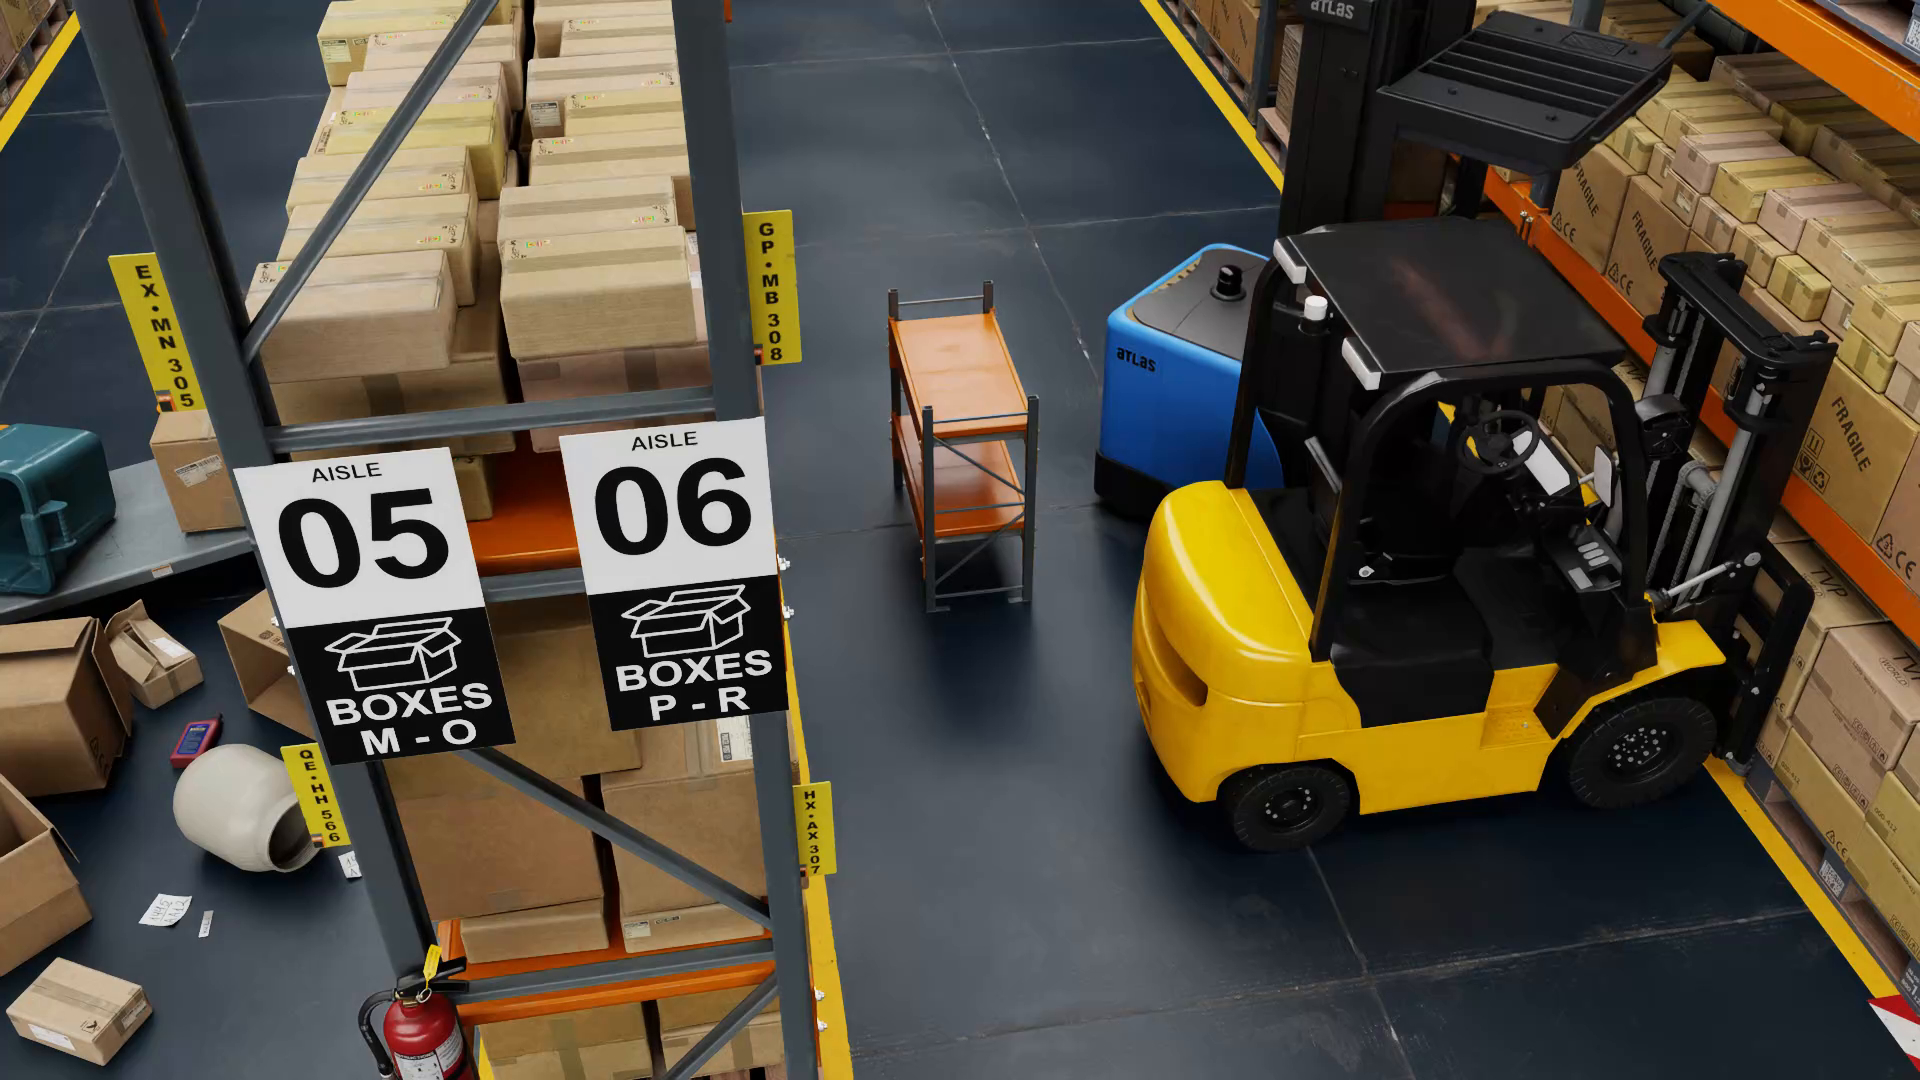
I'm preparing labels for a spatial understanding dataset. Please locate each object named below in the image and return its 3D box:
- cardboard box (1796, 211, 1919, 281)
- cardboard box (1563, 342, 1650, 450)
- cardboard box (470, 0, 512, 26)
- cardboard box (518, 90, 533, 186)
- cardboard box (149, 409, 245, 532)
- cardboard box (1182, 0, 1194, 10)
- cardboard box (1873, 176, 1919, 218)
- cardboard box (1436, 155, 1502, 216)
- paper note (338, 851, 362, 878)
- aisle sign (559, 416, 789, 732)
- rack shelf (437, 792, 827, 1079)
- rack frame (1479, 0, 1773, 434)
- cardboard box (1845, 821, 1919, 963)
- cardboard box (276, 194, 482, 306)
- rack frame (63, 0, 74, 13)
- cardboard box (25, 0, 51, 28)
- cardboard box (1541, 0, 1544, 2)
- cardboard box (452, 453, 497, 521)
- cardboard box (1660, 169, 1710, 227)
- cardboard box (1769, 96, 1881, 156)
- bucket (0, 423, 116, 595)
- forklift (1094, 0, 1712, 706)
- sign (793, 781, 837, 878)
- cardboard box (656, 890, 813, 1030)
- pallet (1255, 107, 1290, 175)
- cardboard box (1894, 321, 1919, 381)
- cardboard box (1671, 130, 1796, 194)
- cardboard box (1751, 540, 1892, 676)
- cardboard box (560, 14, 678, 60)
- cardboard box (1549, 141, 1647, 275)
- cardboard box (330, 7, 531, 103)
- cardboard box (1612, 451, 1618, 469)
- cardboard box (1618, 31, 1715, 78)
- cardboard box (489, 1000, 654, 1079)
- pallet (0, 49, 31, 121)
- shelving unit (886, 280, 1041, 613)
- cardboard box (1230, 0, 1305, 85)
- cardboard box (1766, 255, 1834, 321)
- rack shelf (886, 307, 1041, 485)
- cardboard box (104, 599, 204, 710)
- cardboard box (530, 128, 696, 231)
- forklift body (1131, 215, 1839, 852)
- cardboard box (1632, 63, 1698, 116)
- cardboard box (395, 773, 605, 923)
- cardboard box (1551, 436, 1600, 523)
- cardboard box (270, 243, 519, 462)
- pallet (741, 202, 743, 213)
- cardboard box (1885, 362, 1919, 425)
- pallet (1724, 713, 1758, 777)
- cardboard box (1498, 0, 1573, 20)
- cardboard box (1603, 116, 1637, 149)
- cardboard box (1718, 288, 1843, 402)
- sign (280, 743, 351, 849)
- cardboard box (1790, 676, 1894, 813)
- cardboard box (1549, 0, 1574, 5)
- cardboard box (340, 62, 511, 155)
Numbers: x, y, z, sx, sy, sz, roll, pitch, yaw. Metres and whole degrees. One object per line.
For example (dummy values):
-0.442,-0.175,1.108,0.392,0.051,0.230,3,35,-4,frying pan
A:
3.420,-1.109,6.279,0.380,0.149,0.250,-6,38,-8,cardboard box
3.147,-0.677,7.661,0.500,0.250,0.500,-6,38,-8,cardboard box
-1.507,-1.547,4.806,0.380,0.149,0.250,-6,38,-7,cardboard box
-0.913,-1.076,4.525,0.500,0.250,0.500,-5,38,-7,cardboard box
-3.342,-0.404,7.646,0.500,0.500,0.500,-6,38,-8,cardboard box
2.023,-4.596,13.316,0.500,0.500,0.500,-8,38,-10,cardboard box
3.837,-1.314,6.544,0.380,0.149,0.250,-7,38,-8,cardboard box
3.060,-1.850,9.679,0.875,0.625,0.625,-7,38,-8,cardboard box
-2.346,1.254,6.510,0.142,0.019,0.148,-20,42,-23,paper note
-0.578,0.091,3.468,0.394,0.787,0.004,-6,38,-8,aisle sign
-1.244,0.190,6.047,1.077,0.370,4.000,-6,38,-8,rack shelf
3.291,-1.838,8.071,1.000,3.000,0.127,-6,38,-8,rack frame
3.599,1.248,5.998,0.500,0.250,0.500,-6,38,-8,cardboard box
-1.251,-0.619,3.611,0.380,0.149,0.250,-6,38,-7,cardboard box
-7.853,-5.541,12.837,1.000,3.000,0.127,-6,38,-8,rack frame
-7.476,-4.299,12.934,0.500,0.500,0.500,-7,38,-9,cardboard box
3.297,-2.926,9.187,0.500,0.250,0.500,-7,38,-9,cardboard box
-1.232,-0.157,3.667,0.380,0.149,0.250,-6,38,-8,cardboard box
3.178,-1.445,6.955,0.380,0.149,0.250,-5,38,-7,cardboard box
3.707,-1.777,7.139,0.380,0.149,0.250,-7,38,-8,cardboard box
-4.157,-0.182,7.368,0.726,0.611,0.620,6,28,8,bucket
2.144,-1.029,7.086,3.031,2.935,1.130,26,45,29,forklift
-0.360,0.714,4.081,0.100,0.325,0.005,-6,38,-8,sign
-0.768,1.206,5.440,0.500,0.500,0.500,-7,38,-9,cardboard box
2.696,-2.652,11.391,1.003,0.211,1.213,-6,38,-8,pallet
3.450,-0.634,5.668,0.380,0.149,0.250,-5,38,-7,cardboard box
3.187,-1.559,6.859,0.380,0.149,0.250,-5,38,-7,cardboard box
3.411,0.247,6.471,0.500,0.250,0.500,-6,38,-7,cardboard box
-0.872,-1.297,4.484,0.380,0.149,0.250,-5,38,-7,cardboard box
3.112,-1.582,7.659,0.500,0.500,0.500,-7,38,-9,cardboard box
-1.522,-1.331,4.852,0.500,0.250,0.500,-6,38,-8,cardboard box
3.239,-0.181,7.430,0.500,0.250,0.500,-7,38,-8,cardboard box
3.441,-2.369,8.144,0.380,0.149,0.250,-7,38,-9,cardboard box
-1.305,1.560,5.596,0.500,0.250,0.500,-6,38,-8,cardboard box
-7.498,-3.231,12.137,1.003,0.211,1.213,-6,38,-8,pallet
-0.001,-0.448,7.810,0.538,1.125,1.048,-6,38,-8,shelving unit
2.304,-3.665,12.118,0.500,0.500,0.500,-5,38,-7,cardboard box
3.339,-0.977,6.352,0.380,0.149,0.250,-7,38,-9,cardboard box
-0.001,-0.679,7.631,0.538,0.278,1.000,-6,38,-8,rack shelf
-3.565,0.500,7.289,0.396,0.266,0.258,27,45,30,cardboard box
-0.798,-0.831,3.885,0.380,0.149,0.250,-6,38,-8,cardboard box
1.864,-0.036,6.443,2.313,2.155,1.214,-6,38,-8,forklift body
3.055,-2.027,7.461,0.380,0.149,0.250,-5,38,-7,cardboard box
-1.260,0.659,4.533,0.500,0.500,0.500,-7,38,-9,cardboard box
3.154,-0.285,7.971,0.500,0.250,0.500,-7,38,-9,cardboard box
-1.249,-0.409,3.666,0.500,0.250,0.500,-7,38,-9,cardboard box
-1.586,-1.704,8.054,1.003,0.211,1.213,-6,38,-8,pallet
3.471,-0.519,5.762,0.380,0.149,0.250,-7,38,-9,cardboard box
3.607,0.486,7.352,1.003,0.211,1.213,-6,38,-8,pallet
2.958,-2.624,8.472,0.380,0.149,0.250,-6,38,-8,cardboard box
3.088,-1.913,7.557,0.380,0.149,0.250,-7,38,-9,cardboard box
3.377,-0.657,6.469,0.500,0.500,0.500,-6,38,-8,cardboard box
-1.444,0.579,3.758,0.100,0.325,0.005,-6,38,-8,sign
3.522,0.736,6.249,0.500,0.250,0.500,-7,38,-8,cardboard box
3.337,-2.840,8.750,0.380,0.149,0.250,-7,38,-8,cardboard box
-1.344,-1.078,4.203,0.380,0.149,0.250,-6,38,-8,cardboard box
